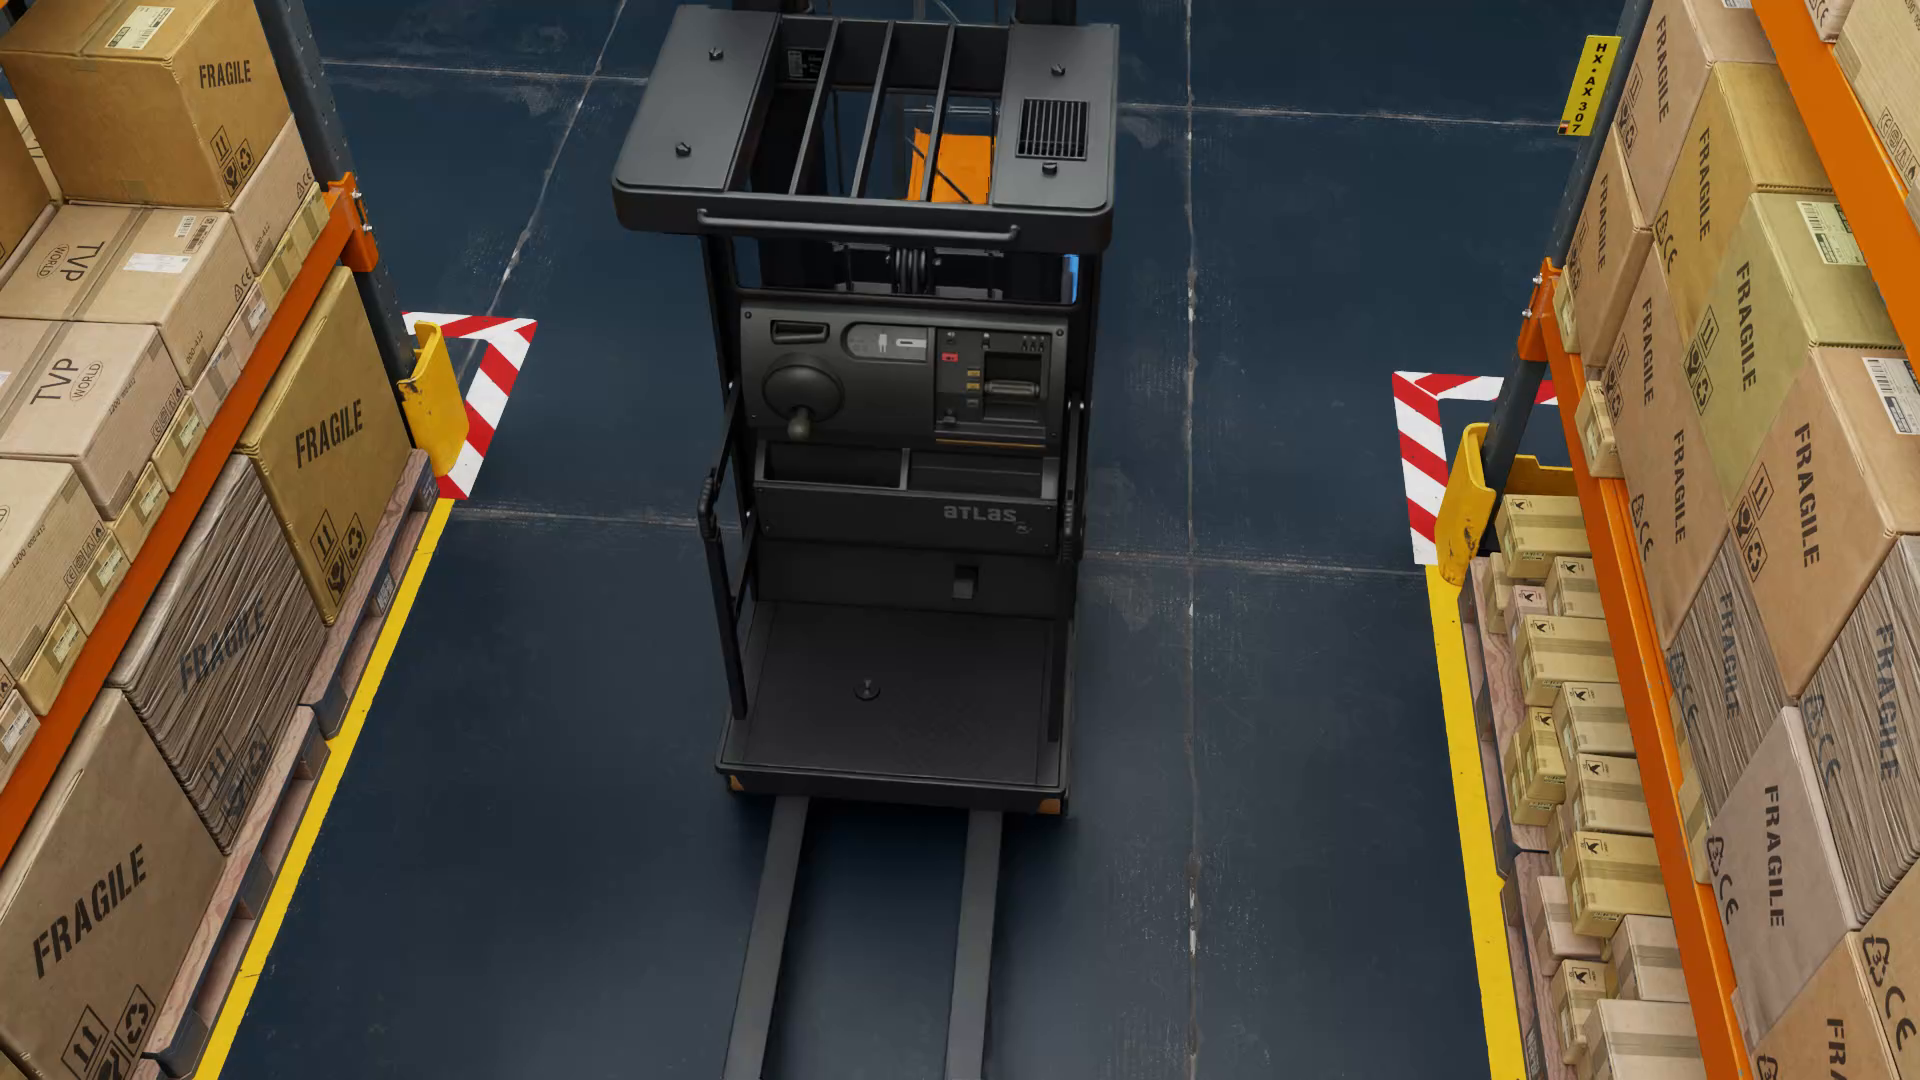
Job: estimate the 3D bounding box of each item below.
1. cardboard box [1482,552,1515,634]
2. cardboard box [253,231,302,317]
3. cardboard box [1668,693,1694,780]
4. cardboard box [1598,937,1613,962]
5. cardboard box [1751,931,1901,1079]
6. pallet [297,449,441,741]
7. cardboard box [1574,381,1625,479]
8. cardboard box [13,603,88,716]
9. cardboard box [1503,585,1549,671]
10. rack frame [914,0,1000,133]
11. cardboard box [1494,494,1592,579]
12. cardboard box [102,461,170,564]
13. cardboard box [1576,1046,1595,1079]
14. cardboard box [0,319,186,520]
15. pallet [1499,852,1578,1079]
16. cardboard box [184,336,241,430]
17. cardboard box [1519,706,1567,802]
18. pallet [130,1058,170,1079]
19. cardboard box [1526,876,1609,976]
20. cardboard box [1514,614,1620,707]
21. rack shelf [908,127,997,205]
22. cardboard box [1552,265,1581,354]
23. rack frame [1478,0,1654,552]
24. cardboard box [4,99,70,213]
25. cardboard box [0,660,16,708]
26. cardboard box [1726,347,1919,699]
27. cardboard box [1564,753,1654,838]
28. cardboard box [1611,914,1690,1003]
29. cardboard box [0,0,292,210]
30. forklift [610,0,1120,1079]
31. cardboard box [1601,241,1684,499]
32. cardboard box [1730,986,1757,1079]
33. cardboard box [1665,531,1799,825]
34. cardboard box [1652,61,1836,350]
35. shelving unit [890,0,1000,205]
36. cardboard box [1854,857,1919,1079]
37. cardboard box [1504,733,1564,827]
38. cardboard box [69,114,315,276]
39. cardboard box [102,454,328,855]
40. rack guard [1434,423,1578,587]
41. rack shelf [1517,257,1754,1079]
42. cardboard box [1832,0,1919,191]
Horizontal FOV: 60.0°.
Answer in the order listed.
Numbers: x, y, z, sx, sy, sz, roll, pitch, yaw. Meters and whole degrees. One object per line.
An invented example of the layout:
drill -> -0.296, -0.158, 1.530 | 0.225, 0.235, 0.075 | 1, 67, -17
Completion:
cardboard box -> 2.005, 0.195, 5.687 | 0.380, 0.149, 0.250 | 5, 48, 4
cardboard box -> -2.285, -0.837, 5.153 | 0.380, 0.149, 0.250 | 4, 48, 4
cardboard box -> 1.924, 0.461, 3.966 | 0.380, 0.149, 0.250 | 5, 48, 5
cardboard box -> 2.008, 1.066, 4.688 | 0.380, 0.149, 0.250 | 6, 48, 6
cardboard box -> 1.818, 1.060, 2.978 | 0.500, 0.500, 0.500 | 3, 48, 2
pallet -> -2.554, 0.137, 5.982 | 1.003, 0.211, 1.213 | 4, 48, 4
cardboard box -> 1.956, -0.305, 4.666 | 0.380, 0.149, 0.250 | 3, 48, 2
cardboard box -> -2.424, 0.287, 4.125 | 0.380, 0.149, 0.250 | 3, 48, 2
cardboard box -> 1.987, 0.296, 5.392 | 0.380, 0.149, 0.250 | 4, 48, 3
rack frame -> 0.069, -1.778, 6.860 | 0.500, 1.500, 0.032 | 2, 48, 2
cardboard box -> 1.985, -0.007, 5.468 | 0.380, 0.149, 0.250 | 2, 48, 2
cardboard box -> -2.378, -0.087, 4.467 | 0.380, 0.149, 0.250 | 4, 48, 4
cardboard box -> 1.888, 1.512, 4.482 | 0.380, 0.149, 0.250 | 5, 48, 4
cardboard box -> -2.431, -0.326, 4.416 | 0.500, 0.250, 0.500 | 2, 48, 2
pallet -> 2.142, 1.496, 4.738 | 1.003, 0.211, 1.213 | 4, 48, 4
cardboard box -> -2.333, -0.469, 4.816 | 0.380, 0.149, 0.250 | 5, 48, 4
cardboard box -> 1.921, 0.663, 5.057 | 0.380, 0.149, 0.250 | 5, 48, 5
pallet -> -2.776, 1.930, 4.342 | 1.003, 0.211, 1.213 | 4, 48, 4
cardboard box -> 1.877, 1.127, 4.834 | 0.380, 0.149, 0.250 | 2, 48, 2
cardboard box -> 1.930, 0.380, 5.114 | 0.380, 0.149, 0.250 | 4, 48, 3
rack shelf -> 0.041, -1.282, 6.650 | 0.538, 0.185, 1.000 | 2, 48, 2
cardboard box -> 2.016, -0.688, 5.017 | 0.380, 0.149, 0.250 | 4, 48, 3
rack frame -> 2.371, -0.989, 5.122 | 1.000, 3.000, 0.127 | 4, 48, 4
cardboard box -> -2.871, -1.112, 5.135 | 0.500, 0.250, 0.500 | 3, 48, 2
cardboard box -> -2.528, 0.419, 3.734 | 0.500, 0.250, 0.500 | 5, 48, 4
cardboard box -> 1.914, -0.022, 3.291 | 0.500, 0.500, 0.500 | 3, 48, 2
cardboard box -> 1.955, 0.771, 4.756 | 0.380, 0.149, 0.250 | 6, 48, 5
cardboard box -> 1.958, 1.152, 4.408 | 0.380, 0.149, 0.250 | 4, 48, 4
cardboard box -> -2.341, -1.324, 4.820 | 0.500, 0.500, 0.500 | 4, 48, 4
forklift -> -0.178, -0.363, 4.596 | 1.130, 2.935, 3.031 | 4, 48, 3
cardboard box -> 2.032, -0.417, 4.329 | 0.500, 0.500, 0.500 | 4, 48, 4
cardboard box -> 1.842, 1.031, 3.445 | 0.380, 0.149, 0.250 | 2, 48, 2
cardboard box -> 1.934, 0.317, 3.658 | 0.500, 0.500, 0.500 | 3, 48, 3
cardboard box -> 2.027, -0.778, 3.981 | 0.500, 0.500, 0.500 | 5, 48, 5
shelving unit -> 0.042, -1.410, 6.523 | 0.587, 1.500, 1.083 | 2, 48, 2
cardboard box -> 1.822, 0.735, 2.598 | 0.500, 0.500, 0.500 | 3, 48, 2
cardboard box -> 1.914, 0.756, 5.173 | 0.380, 0.149, 0.250 | 4, 48, 4
cardboard box -> -2.338, -1.073, 5.099 | 0.500, 0.250, 0.500 | 3, 48, 3
cardboard box -> -2.620, 0.323, 5.077 | 0.875, 0.875, 0.875 | 4, 48, 4
rack guard -> 2.365, -0.090, 5.993 | 1.175, 0.500, 0.348 | 4, 48, 4
rack shelf -> 2.189, 0.723, 4.043 | 1.077, 0.370, 4.000 | 4, 48, 4
cardboard box -> 1.990, -0.872, 3.084 | 0.500, 0.250, 0.500 | 2, 48, 2
